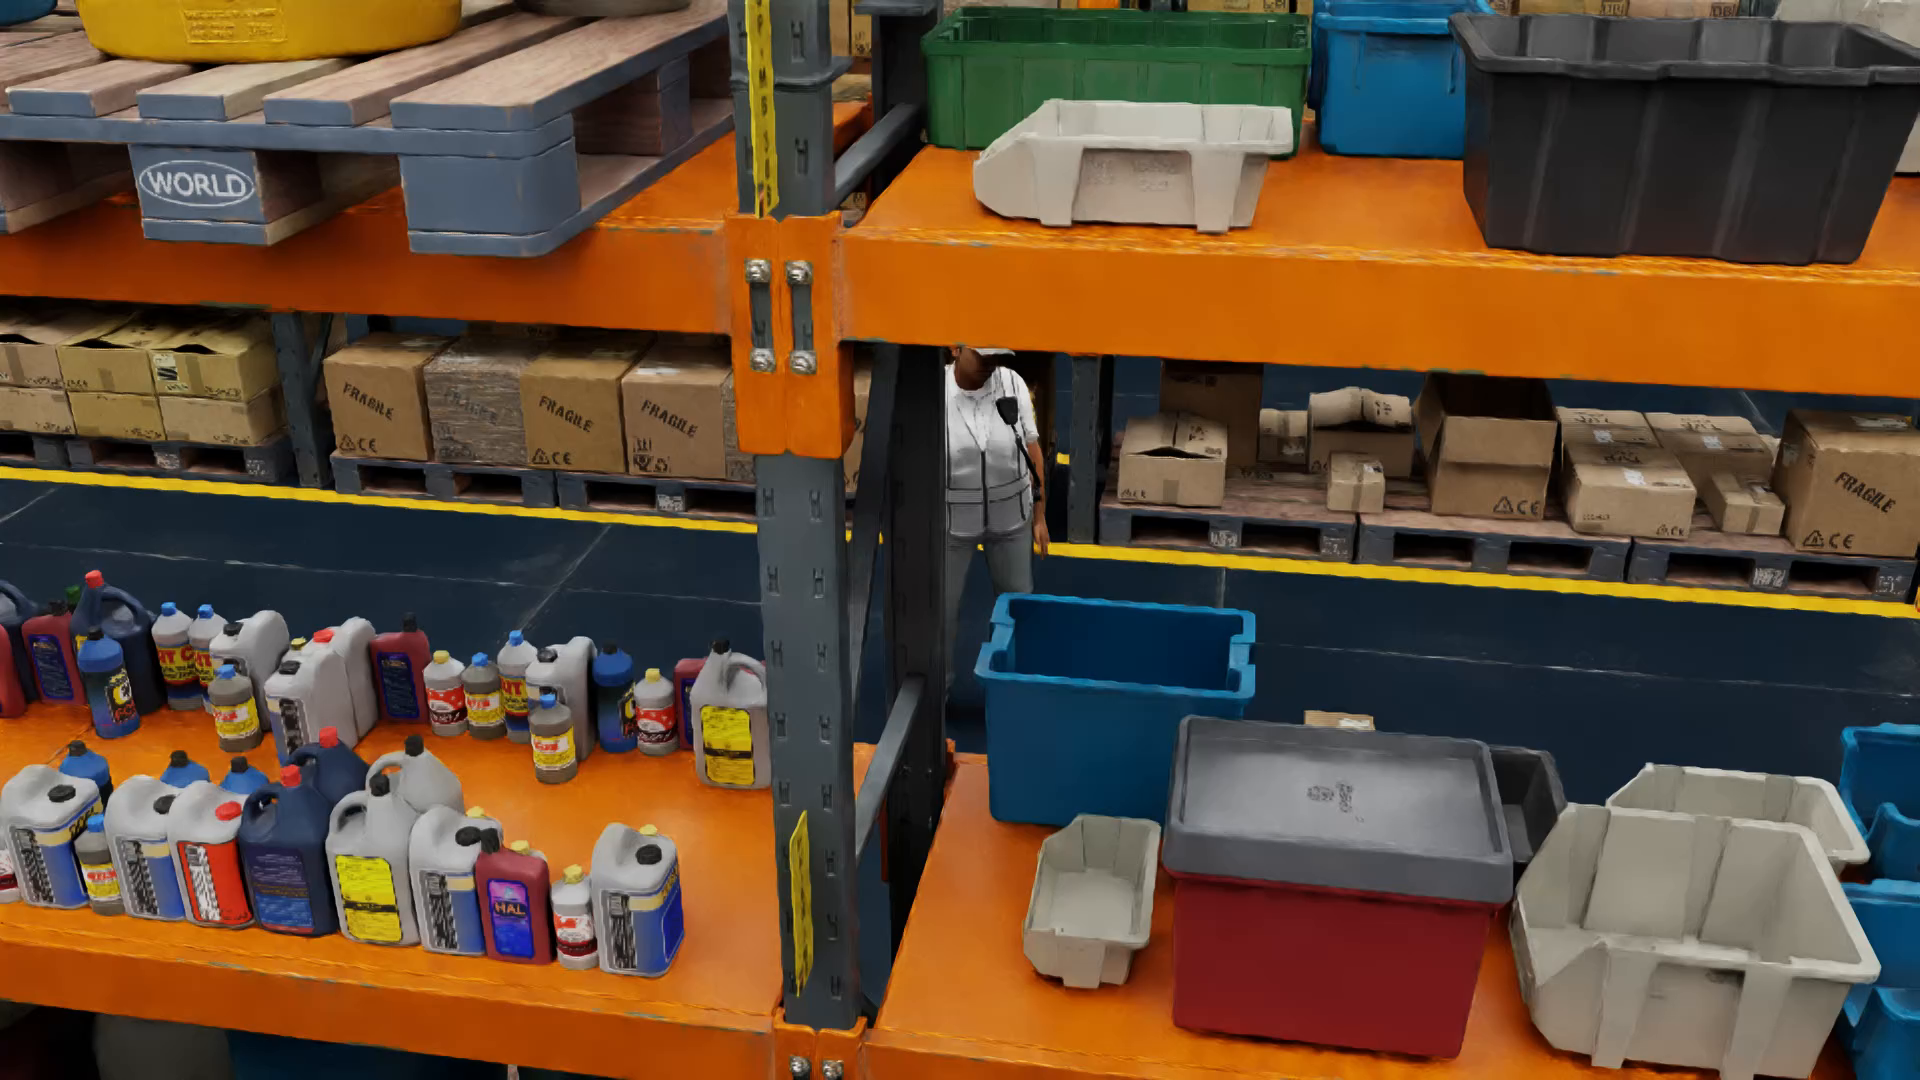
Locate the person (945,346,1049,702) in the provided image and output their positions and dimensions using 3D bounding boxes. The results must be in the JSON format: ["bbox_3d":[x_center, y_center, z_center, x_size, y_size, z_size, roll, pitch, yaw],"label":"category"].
[{"bbox_3d":[0.049,-0.045,6.148,0.561,1.672,0.470,-4,25,-7],"label":"person"}]
